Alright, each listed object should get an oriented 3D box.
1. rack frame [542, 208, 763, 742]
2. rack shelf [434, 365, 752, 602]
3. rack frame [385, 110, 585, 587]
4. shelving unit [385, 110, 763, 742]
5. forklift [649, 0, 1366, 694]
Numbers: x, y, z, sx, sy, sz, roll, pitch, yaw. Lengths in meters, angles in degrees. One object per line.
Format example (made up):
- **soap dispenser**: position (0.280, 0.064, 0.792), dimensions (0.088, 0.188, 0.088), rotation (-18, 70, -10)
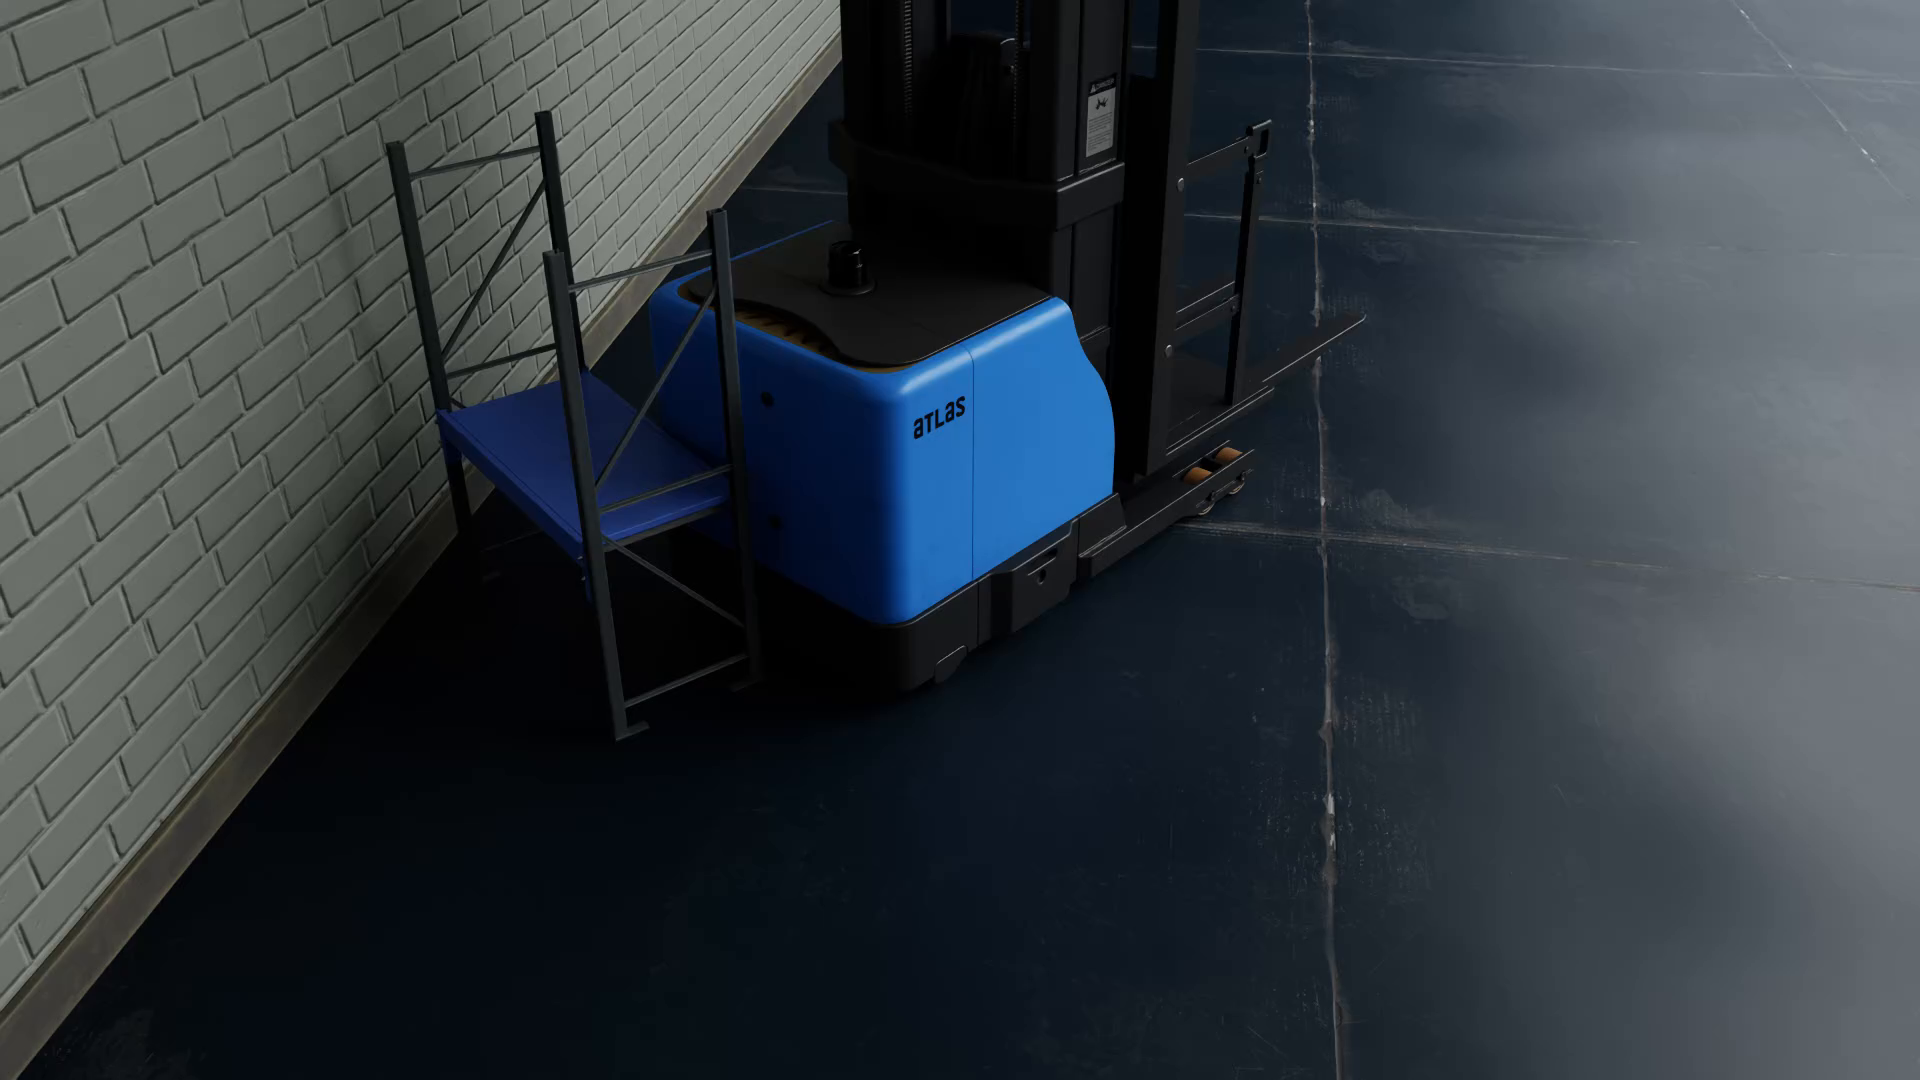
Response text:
- **rack frame**: position (-0.808, -0.137, 4.555), dimensions (0.500, 1.500, 0.032), rotation (-22, 38, -31)
- **rack shelf**: position (-1.117, -0.198, 4.992), dimensions (0.538, 0.185, 1.000), rotation (-22, 38, -31)
- **rack frame**: position (-1.425, -0.565, 5.239), dimensions (0.500, 1.500, 0.032), rotation (-22, 38, -31)
- **shelving unit**: position (-1.117, -0.351, 4.897), dimensions (0.538, 1.500, 1.048), rotation (-22, 38, -31)
- **forklift**: position (0.412, -1.490, 5.368), dimensions (1.130, 2.935, 3.031), rotation (25, 40, 34)
